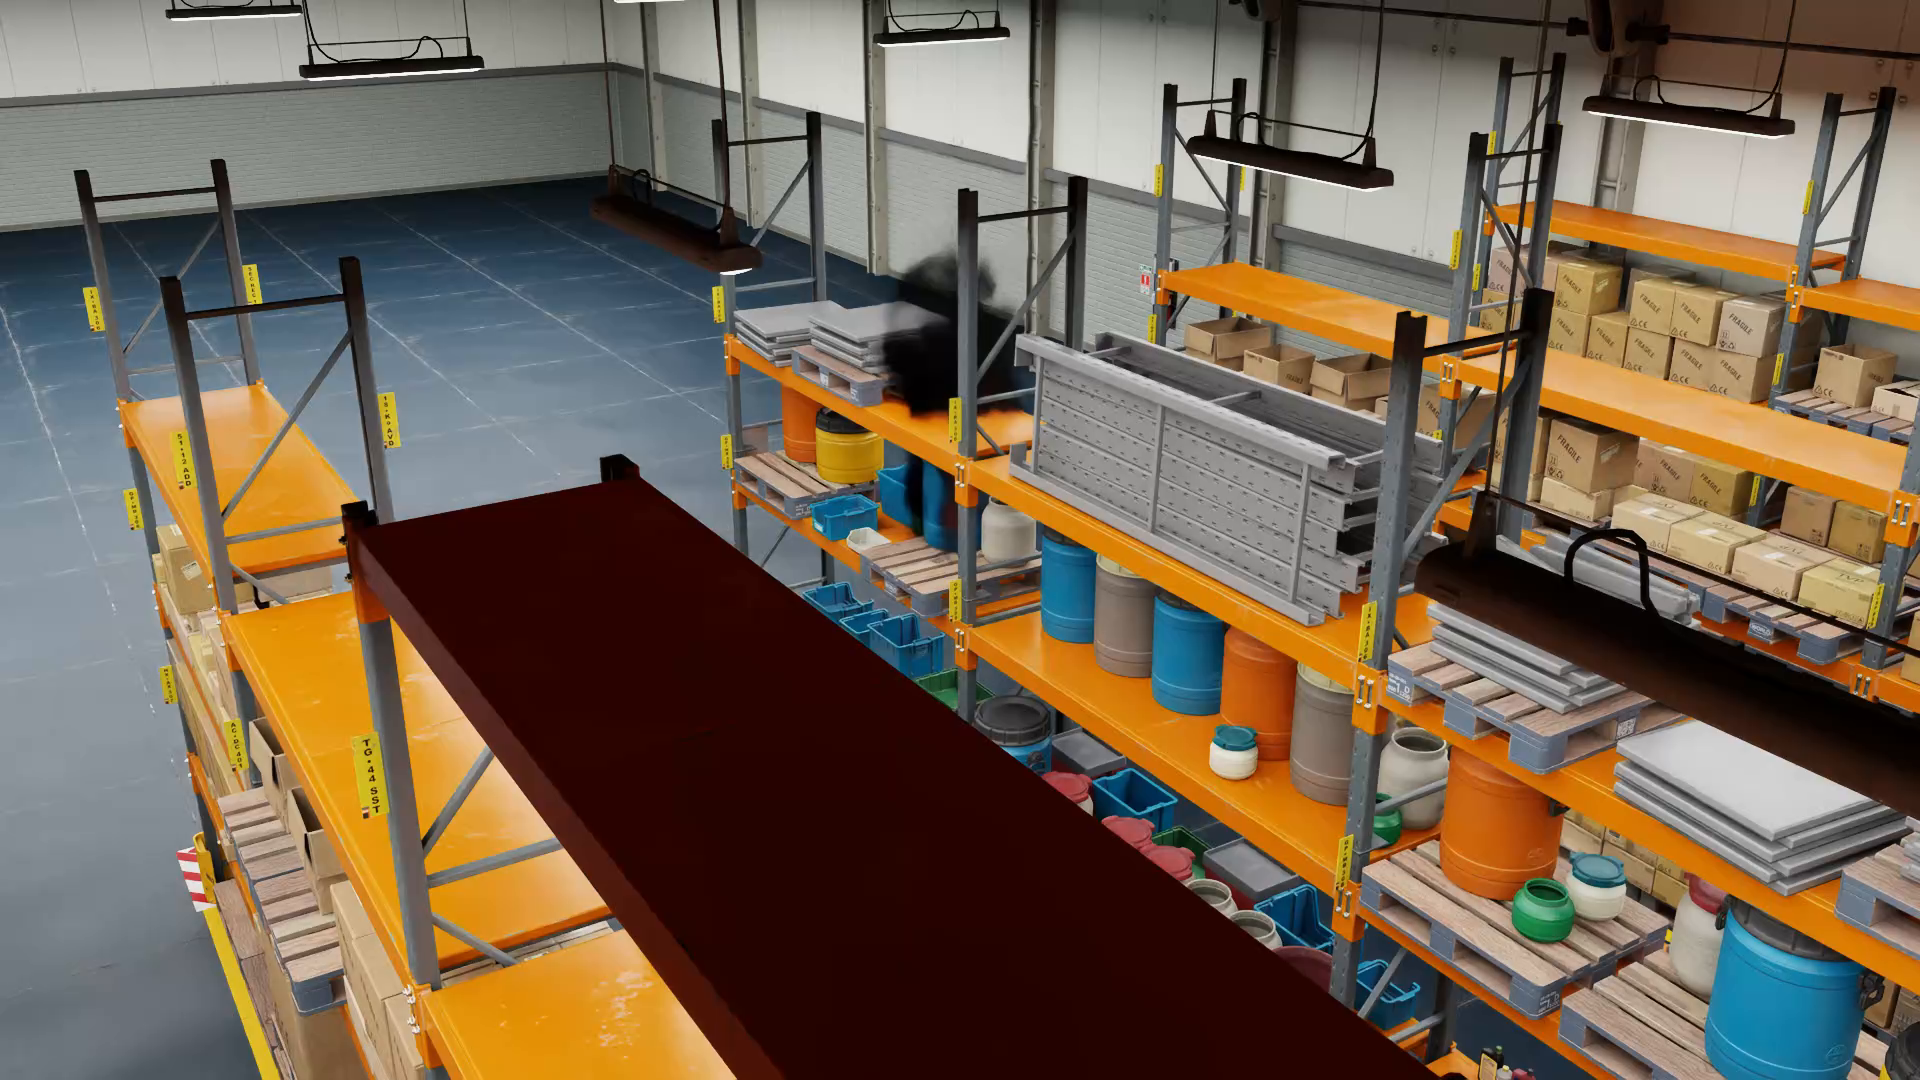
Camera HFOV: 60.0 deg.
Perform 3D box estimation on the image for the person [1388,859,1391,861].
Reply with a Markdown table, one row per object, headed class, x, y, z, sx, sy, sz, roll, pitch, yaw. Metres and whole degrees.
| class | x | y | z | sx | sy | sz | roll | pitch | yaw |
| --- | --- | --- | --- | --- | --- | --- | --- | --- | --- |
| person | 3.254 | 2.027 | 13.515 | 0.617 | 1.779 | 0.702 | -16 | 27 | -35 |
